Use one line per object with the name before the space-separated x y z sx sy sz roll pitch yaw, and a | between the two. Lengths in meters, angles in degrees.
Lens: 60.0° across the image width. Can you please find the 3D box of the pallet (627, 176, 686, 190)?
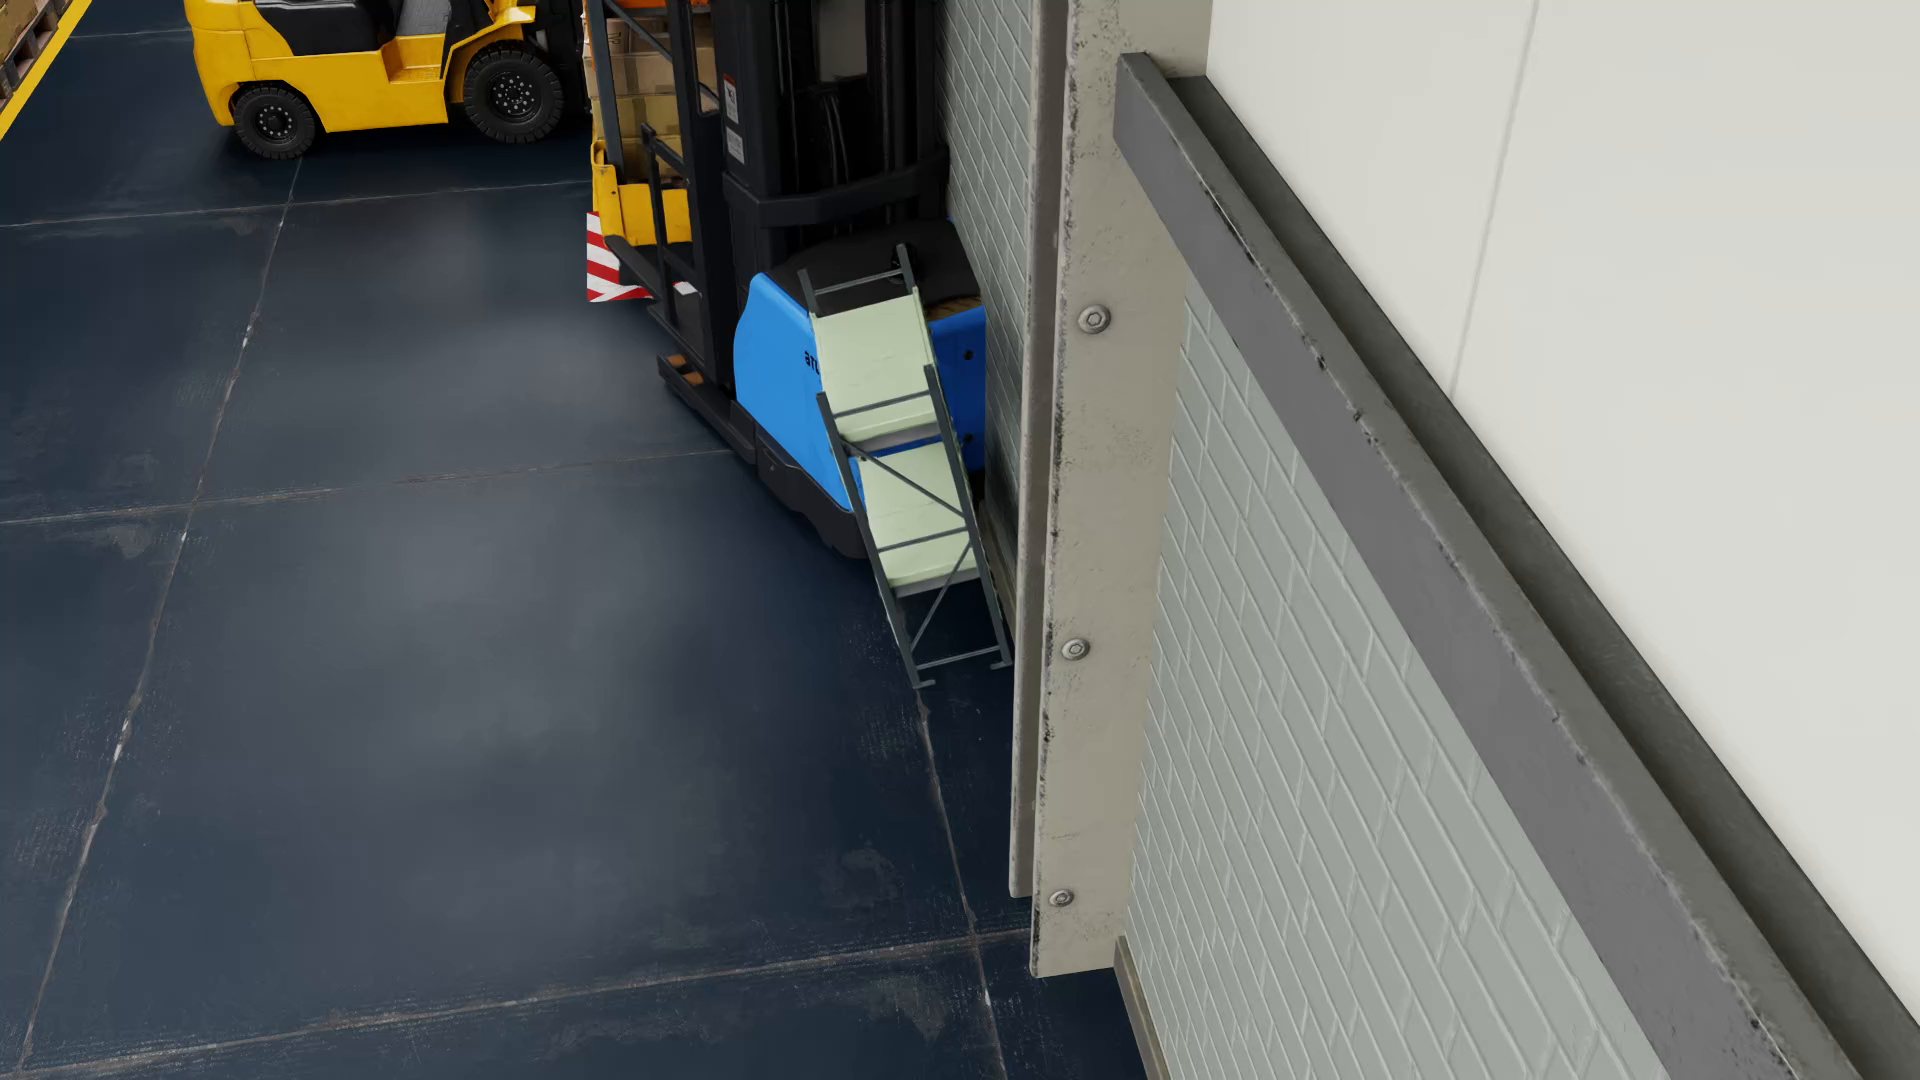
pallet | -1.639 -2.357 10.112 1.003 0.211 1.213 -6 38 -8

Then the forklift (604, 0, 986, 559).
forklift | -0.830 -1.950 7.371 1.130 2.935 3.031 -22 43 -25

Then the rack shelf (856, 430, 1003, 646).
rack shelf | -0.126 -0.015 6.462 0.431 0.370 0.720 -14 43 1

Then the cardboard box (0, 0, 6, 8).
cardboard box | -6.593 -3.621 10.754 0.500 0.500 0.500 -6 38 -7

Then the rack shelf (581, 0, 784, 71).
rack shelf | -1.815 -3.925 10.443 1.077 0.370 4.000 -6 38 -8

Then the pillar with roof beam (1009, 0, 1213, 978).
pillar with roof beam | -3.885 -1.800 2.232 9.100 9.000 0.400 -6 38 -8

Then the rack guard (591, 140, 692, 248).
rack guard | -1.460 -1.999 9.416 1.175 0.500 0.348 -6 38 -8

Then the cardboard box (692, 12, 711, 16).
cardboard box | -1.453 -3.088 9.863 0.500 0.250 0.500 -6 38 -8

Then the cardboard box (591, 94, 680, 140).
cardboard box | -1.857 -2.538 9.564 0.500 0.250 0.500 -7 38 -9

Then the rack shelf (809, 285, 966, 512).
rack shelf | -0.266 -0.517 5.971 0.431 0.370 0.720 -14 43 1

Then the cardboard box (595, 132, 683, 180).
cardboard box | -1.857 -2.330 9.704 0.500 0.250 0.500 -6 38 -8

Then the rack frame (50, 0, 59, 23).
rack frame | -7.051 -4.881 11.087 1.000 3.000 0.127 -6 38 -8

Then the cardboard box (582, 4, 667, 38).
cardboard box | -1.947 -3.028 9.786 0.500 0.250 0.500 -6 38 -7

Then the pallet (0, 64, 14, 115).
pallet | -6.682 -2.639 10.475 1.003 0.211 1.213 -6 38 -8

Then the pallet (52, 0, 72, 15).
pallet | -7.189 -4.249 12.548 1.003 0.211 1.213 -6 38 -8

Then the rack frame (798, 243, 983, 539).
rack frame | -0.245 -0.489 6.505 0.400 1.500 0.023 -14 43 1

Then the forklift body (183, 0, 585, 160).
forklift body | -3.593 -3.615 10.150 2.313 2.155 1.214 -6 38 -8

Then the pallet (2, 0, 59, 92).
pallet | -6.899 -3.377 11.425 1.003 0.211 1.213 -6 38 -8

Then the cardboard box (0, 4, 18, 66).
cardboard box | -6.580 -3.312 10.967 0.500 0.250 0.500 -7 38 -9

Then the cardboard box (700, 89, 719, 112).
cardboard box | -1.342 -2.584 9.623 0.500 0.250 0.500 -6 38 -7

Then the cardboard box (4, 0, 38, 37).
cardboard box | -6.683 -3.632 11.379 0.500 0.250 0.500 -5 38 -6

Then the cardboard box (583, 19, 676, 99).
cardboard box | -1.852 -2.720 9.390 0.500 0.250 0.500 -5 38 -6

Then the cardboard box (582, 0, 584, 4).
cardboard box | -2.045 -3.332 10.177 0.500 0.250 0.500 -6 38 -7

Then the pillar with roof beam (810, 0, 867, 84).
pillar with roof beam | -4.937 -5.424 6.897 9.100 9.000 0.400 -6 38 -8

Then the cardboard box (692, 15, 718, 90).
cardboard box | -1.362 -2.786 9.475 0.500 0.250 0.500 -7 38 -9

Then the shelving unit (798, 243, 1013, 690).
shelving unit | -0.190 -0.243 6.239 0.431 1.500 0.755 -14 43 1

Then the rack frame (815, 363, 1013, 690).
rack frame | -0.135 0.002 5.973 0.400 1.500 0.023 -14 43 1

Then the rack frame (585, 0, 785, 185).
rack frame | -1.464 -3.001 8.667 1.000 3.000 0.127 -6 38 -8
